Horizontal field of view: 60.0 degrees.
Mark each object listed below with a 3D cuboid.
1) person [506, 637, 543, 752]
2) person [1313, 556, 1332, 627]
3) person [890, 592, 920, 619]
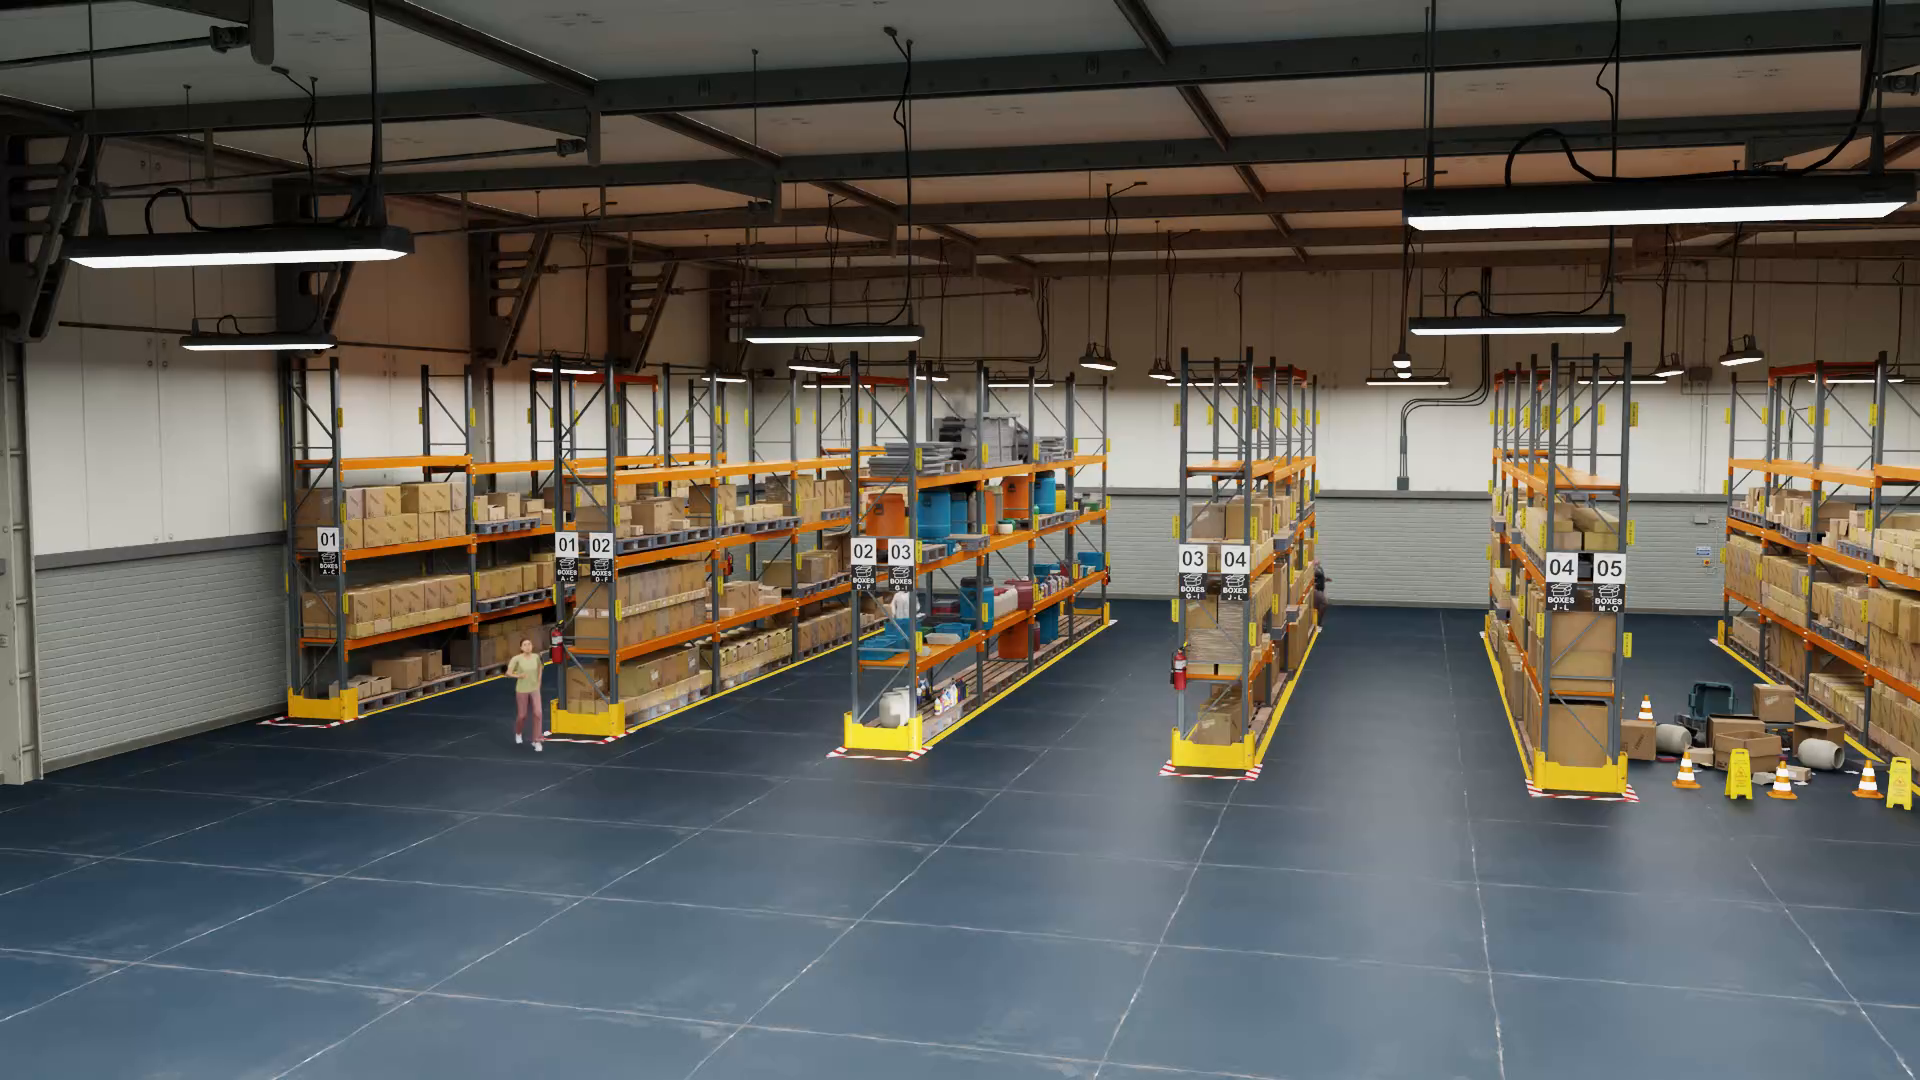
[{"bbox_3d":[-6.568,2.316,25.179,0.586,1.693,0.848,-2,5,-30],"label":"person"},{"bbox_3d":[8.587,1.247,39.949,0.690,1.745,0.701,3,5,32],"label":"person"},{"bbox_3d":[-1.139,1.568,34.076,0.621,1.597,0.774,0,4,5],"label":"person"}]
